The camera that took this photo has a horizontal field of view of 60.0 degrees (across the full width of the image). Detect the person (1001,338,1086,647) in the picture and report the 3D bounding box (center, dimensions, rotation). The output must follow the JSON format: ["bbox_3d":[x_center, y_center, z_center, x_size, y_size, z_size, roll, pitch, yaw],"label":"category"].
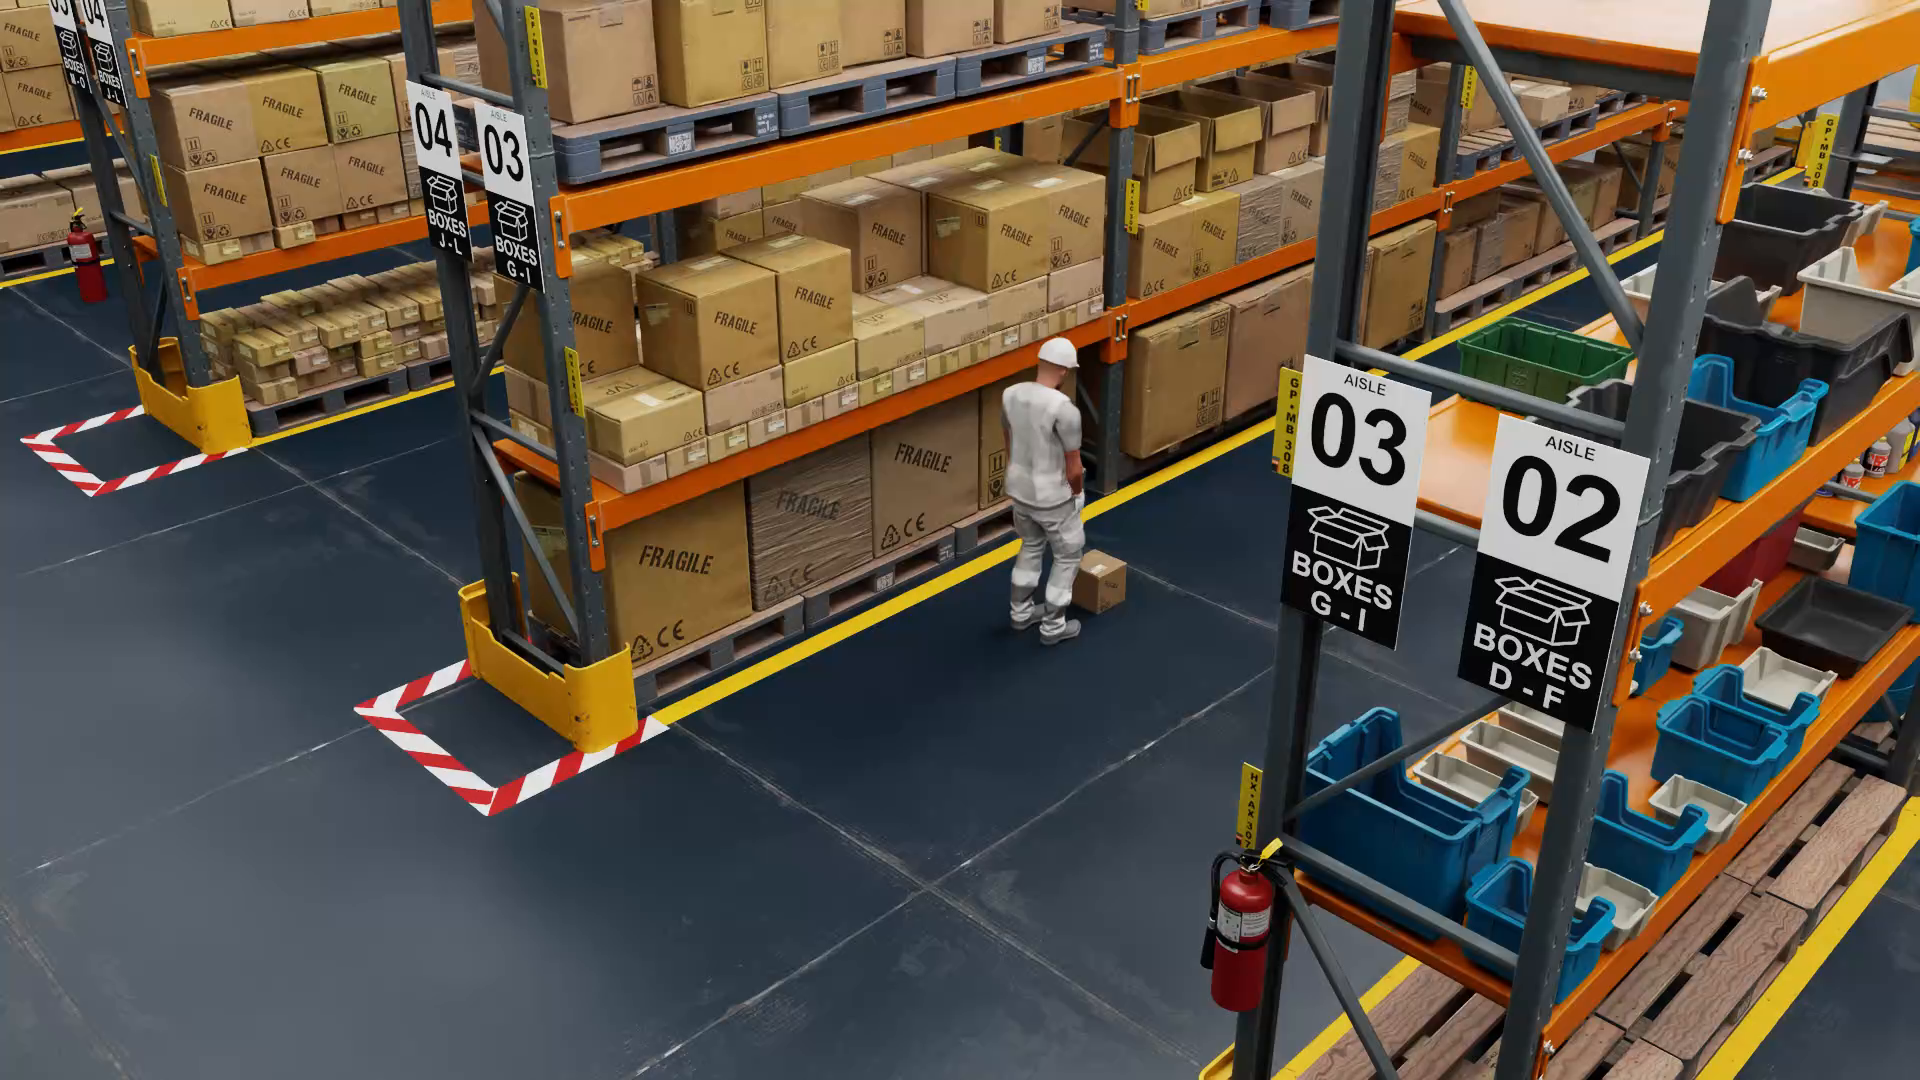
[{"bbox_3d":[0.466,-0.272,9.167,0.443,1.744,0.541,-24,36,-38],"label":"person"}]
